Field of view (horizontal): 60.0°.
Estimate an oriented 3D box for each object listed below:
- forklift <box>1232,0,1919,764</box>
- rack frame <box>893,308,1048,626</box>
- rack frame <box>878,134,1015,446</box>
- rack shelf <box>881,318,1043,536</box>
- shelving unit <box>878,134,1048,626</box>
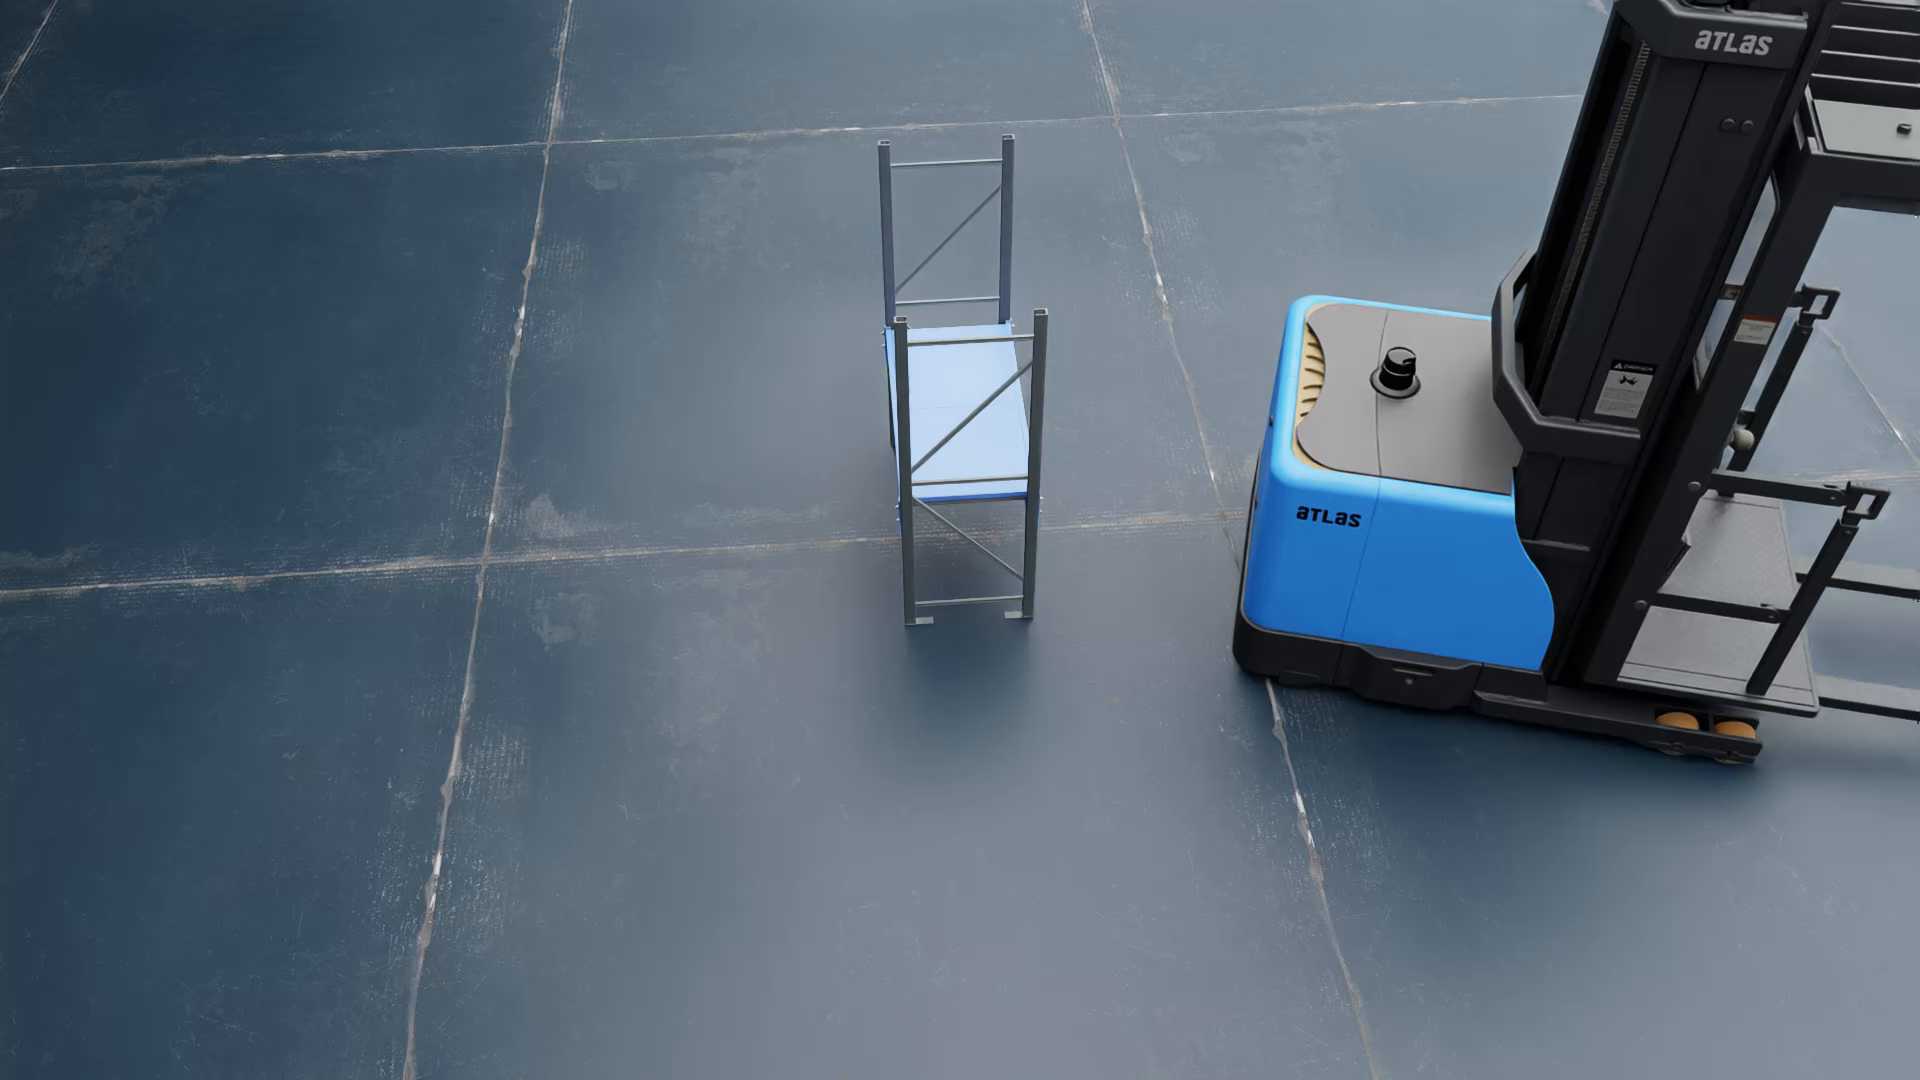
[{"bbox_3d":[2.595,-0.626,5.325,3.031,2.935,1.130,9,47,8],"label":"forklift"},{"bbox_3d":[0.035,-0.210,5.916,0.500,1.500,0.032,-3,47,-3],"label":"rack frame"},{"bbox_3d":[-0.050,-0.945,6.612,0.500,1.500,0.032,-3,47,-3],"label":"rack frame"},{"bbox_3d":[-0.007,-0.454,6.395,0.538,0.185,1.000,-3,47,-3],"label":"rack shelf"},{"bbox_3d":[-0.007,-0.577,6.264,0.538,1.500,1.048,-3,47,-3],"label":"shelving unit"}]
